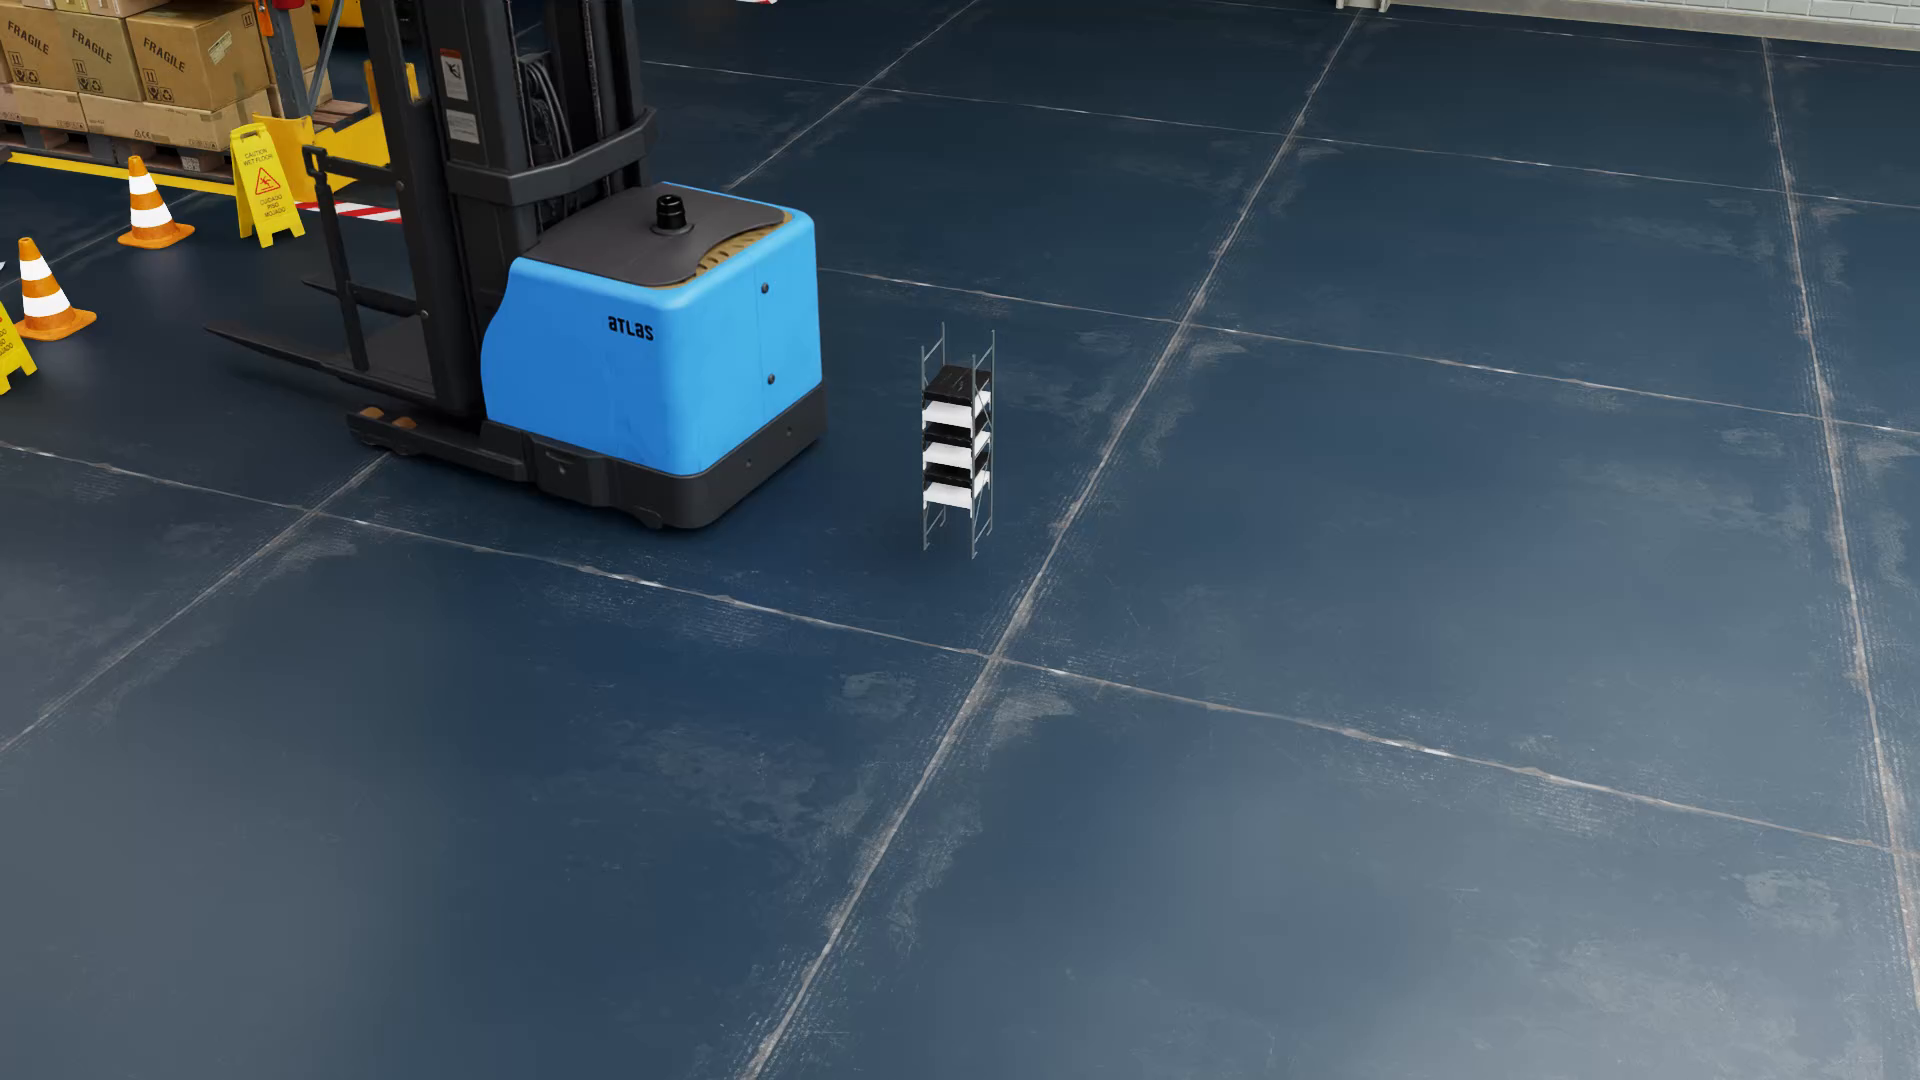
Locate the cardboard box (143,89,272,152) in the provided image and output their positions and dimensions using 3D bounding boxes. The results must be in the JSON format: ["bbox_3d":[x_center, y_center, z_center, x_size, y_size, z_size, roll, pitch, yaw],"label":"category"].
[{"bbox_3d":[-4.581,-2.598,10.156,0.500,0.250,0.500,11,34,16],"label":"cardboard box"}]

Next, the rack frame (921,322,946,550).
[{"bbox_3d":[-0.103,-0.398,6.537,0.006,0.900,0.240,11,34,16],"label":"rack frame"}]

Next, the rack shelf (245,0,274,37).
[{"bbox_3d":[-5.590,-3.625,10.263,4.000,0.370,1.077,11,34,16],"label":"rack shelf"}]

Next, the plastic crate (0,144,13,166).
[{"bbox_3d":[-6.271,-2.361,10.333,0.583,0.080,0.402,0,33,0],"label":"plastic crate"}]

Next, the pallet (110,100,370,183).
[{"bbox_3d":[-4.531,-2.571,10.537,1.213,0.211,1.003,11,34,16],"label":"pallet"}]

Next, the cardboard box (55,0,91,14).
[{"bbox_3d":[-5.153,-3.264,9.899,0.250,0.149,0.380,12,35,17],"label":"cardboard box"}]

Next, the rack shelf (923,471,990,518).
[{"bbox_3d":[-0.008,-0.200,6.624,0.200,0.077,0.258,11,34,16],"label":"rack shelf"}]

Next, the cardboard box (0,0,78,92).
[{"bbox_3d":[-5.514,-3.101,10.244,0.500,0.500,0.500,10,34,15],"label":"cardboard box"}]

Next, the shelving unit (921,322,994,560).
[{"bbox_3d":[-0.008,-0.380,6.508,0.210,0.900,0.258,11,34,16],"label":"shelving unit"}]

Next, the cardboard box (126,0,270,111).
[{"bbox_3d":[-4.549,-2.911,9.950,0.500,0.500,0.500,11,35,17],"label":"cardboard box"}]

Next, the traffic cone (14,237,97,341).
[{"bbox_3d":[-4.601,-1.287,8.316,0.334,0.463,0.336,11,34,16],"label":"traffic cone"}]

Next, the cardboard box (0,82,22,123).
[{"bbox_3d":[-6.002,-2.881,10.595,0.500,0.250,0.500,11,34,16],"label":"cardboard box"}]

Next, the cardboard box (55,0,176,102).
[{"bbox_3d":[-5.042,-3.005,10.095,0.500,0.500,0.500,12,35,18],"label":"cardboard box"}]

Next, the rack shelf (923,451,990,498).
[{"bbox_3d":[-0.008,-0.276,6.575,0.200,0.077,0.258,11,34,16],"label":"rack shelf"}]

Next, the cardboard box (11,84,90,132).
[{"bbox_3d":[-5.538,-2.785,10.446,0.500,0.250,0.500,10,34,15],"label":"cardboard box"}]

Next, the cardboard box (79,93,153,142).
[{"bbox_3d":[-5.044,-2.692,10.302,0.500,0.250,0.500,11,34,17],"label":"cardboard box"}]

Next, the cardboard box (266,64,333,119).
[{"bbox_3d":[-4.373,-2.871,10.580,0.500,0.250,0.500,11,34,16],"label":"cardboard box"}]

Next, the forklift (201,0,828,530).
[{"bbox_3d":[-2.131,-1.837,6.893,3.031,2.935,1.130,16,36,24],"label":"forklift"}]

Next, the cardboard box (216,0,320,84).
[{"bbox_3d":[-4.396,-3.191,10.383,0.500,0.500,0.500,10,34,15],"label":"cardboard box"}]

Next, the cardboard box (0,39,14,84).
[{"bbox_3d":[-6.013,-3.196,10.391,0.500,0.500,0.500,13,35,19],"label":"cardboard box"}]

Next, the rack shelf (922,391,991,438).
[{"bbox_3d":[-0.008,-0.503,6.429,0.200,0.077,0.258,11,34,16],"label":"rack shelf"}]

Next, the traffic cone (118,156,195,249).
[{"bbox_3d":[-4.547,-1.916,9.290,0.334,0.463,0.336,11,34,16],"label":"traffic cone"}]

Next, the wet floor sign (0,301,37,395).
[{"bbox_3d":[-4.587,-1.032,7.753,0.232,0.644,0.267,5,33,8],"label":"wet floor sign"}]

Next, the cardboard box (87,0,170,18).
[{"bbox_3d":[-4.917,-3.217,9.825,0.250,0.149,0.380,12,35,18],"label":"cardboard box"}]

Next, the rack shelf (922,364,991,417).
[{"bbox_3d":[-0.008,-0.578,6.380,0.200,0.077,0.258,11,34,16],"label":"rack shelf"}]

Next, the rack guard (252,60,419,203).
[{"bbox_3d":[-3.779,-2.525,10.200,0.348,0.500,1.175,11,34,16],"label":"rack guard"}]

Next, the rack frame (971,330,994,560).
[{"bbox_3d":[0.088,-0.361,6.479,0.006,0.900,0.240,11,34,16],"label":"rack frame"}]

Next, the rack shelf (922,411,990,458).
[{"bbox_3d":[-0.008,-0.427,6.477,0.200,0.077,0.258,11,34,16],"label":"rack shelf"}]

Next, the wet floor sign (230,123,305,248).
[{"bbox_3d":[-3.889,-1.991,9.239,0.232,0.644,0.267,24,40,32],"label":"wet floor sign"}]

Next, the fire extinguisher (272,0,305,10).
[{"bbox_3d":[-3.755,-3.273,9.125,0.183,0.674,0.296,11,34,16],"label":"fire extinguisher"}]

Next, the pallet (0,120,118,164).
[{"bbox_3d":[-5.676,-2.795,10.884,1.213,0.211,1.003,11,34,16],"label":"pallet"}]

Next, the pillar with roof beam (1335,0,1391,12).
[{"bbox_3d":[1.809,-5.908,7.605,0.400,9.000,9.100,11,34,16],"label":"pillar with roof beam"}]

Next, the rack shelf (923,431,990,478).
[{"bbox_3d":[-0.008,-0.352,6.526,0.200,0.077,0.258,11,34,16],"label":"rack shelf"}]

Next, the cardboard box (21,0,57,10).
[{"bbox_3d":[-5.400,-3.313,9.975,0.250,0.149,0.380,12,35,19],"label":"cardboard box"}]

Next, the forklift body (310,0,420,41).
[{"bbox_3d":[-4.436,-5.155,12.752,1.214,2.155,2.313,11,34,16],"label":"forklift body"}]

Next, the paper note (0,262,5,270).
[{"bbox_3d":[-5.268,-1.471,9.000,0.142,0.019,0.148,0,33,0],"label":"paper note"}]

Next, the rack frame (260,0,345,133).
[{"bbox_3d":[-3.707,-3.561,9.501,0.127,3.000,1.000,11,34,16],"label":"rack frame"}]
